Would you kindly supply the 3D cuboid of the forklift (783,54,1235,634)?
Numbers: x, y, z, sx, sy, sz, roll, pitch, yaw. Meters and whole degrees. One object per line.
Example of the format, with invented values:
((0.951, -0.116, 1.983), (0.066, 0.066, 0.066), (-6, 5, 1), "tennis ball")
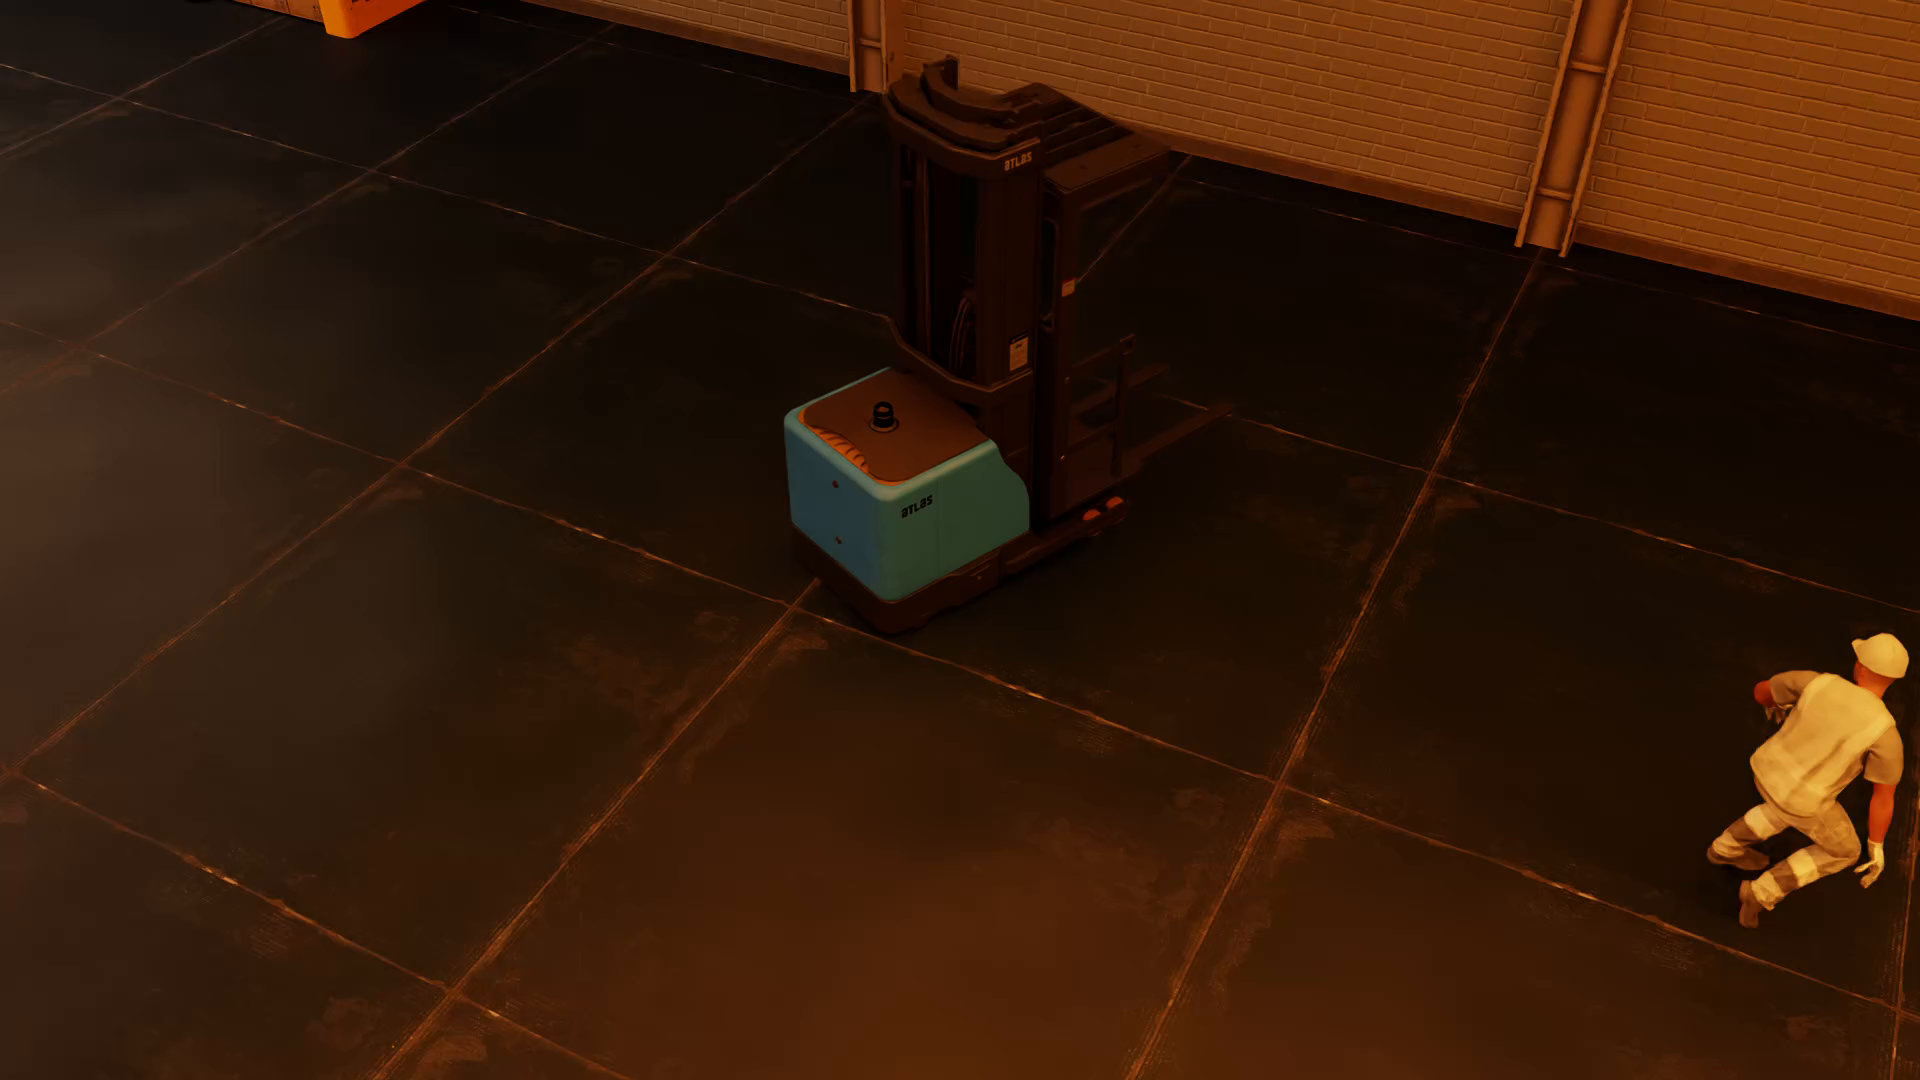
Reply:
((0.434, -1.382, 9.628), (3.031, 2.935, 1.130), (-28, 47, -29), "forklift")

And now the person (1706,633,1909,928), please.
((3.947, 1.149, 7.698), (0.543, 1.614, 0.990), (-11, 41, -13), "person")
